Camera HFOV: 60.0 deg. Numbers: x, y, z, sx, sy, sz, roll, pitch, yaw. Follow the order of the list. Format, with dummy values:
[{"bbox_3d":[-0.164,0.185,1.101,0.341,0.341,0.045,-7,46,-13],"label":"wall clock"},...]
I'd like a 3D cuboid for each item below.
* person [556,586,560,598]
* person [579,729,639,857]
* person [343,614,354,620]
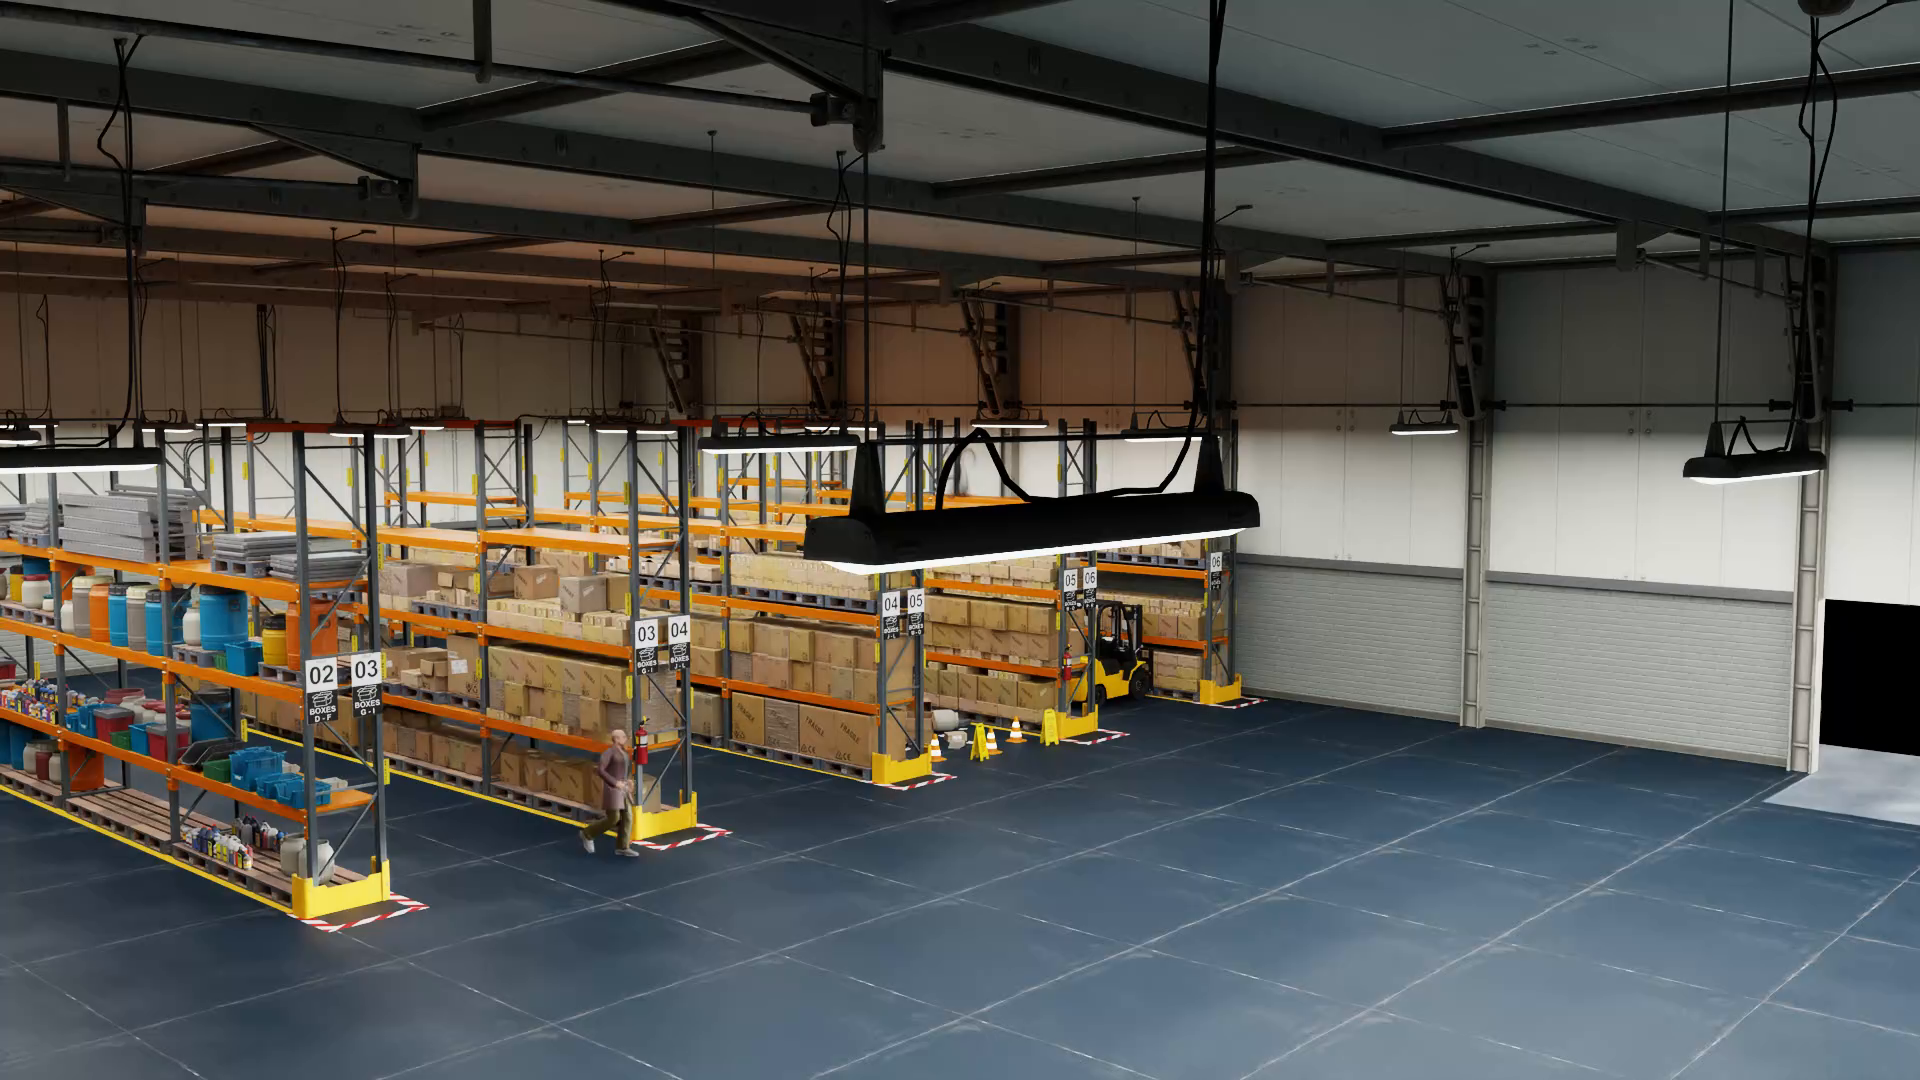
[{"bbox_3d":[-10.443,1.926,43.377,0.655,1.750,0.667,-3,5,-28],"label":"person"},{"bbox_3d":[-4.865,3.635,23.471,0.880,1.549,0.769,1,5,15],"label":"person"},{"bbox_3d":[-13.608,2.475,37.214,0.494,1.659,0.623,4,6,40],"label":"person"}]
